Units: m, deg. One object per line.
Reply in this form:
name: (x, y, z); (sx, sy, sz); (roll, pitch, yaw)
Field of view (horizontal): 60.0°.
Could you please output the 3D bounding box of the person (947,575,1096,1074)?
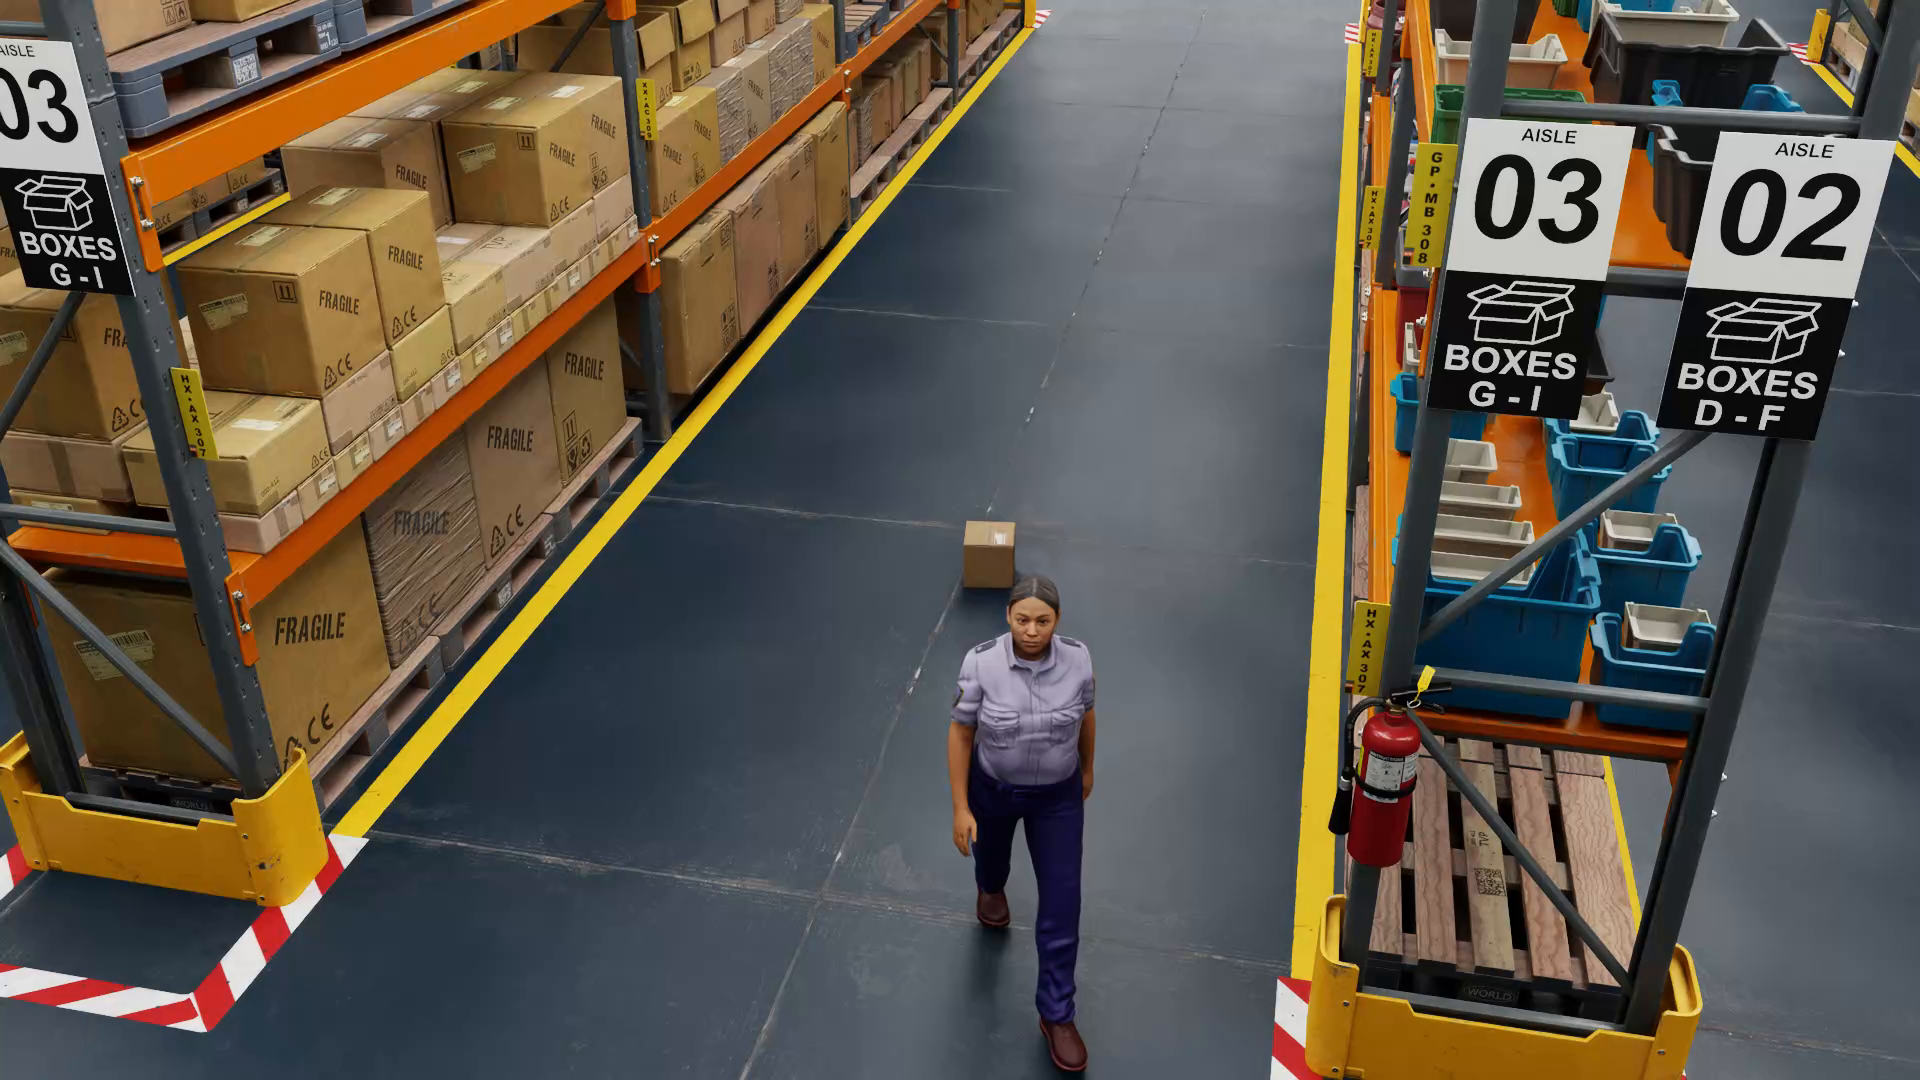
person: (0.215, 0.863, 5.571); (0.511, 1.583, 1.008); (0, 29, -1)
